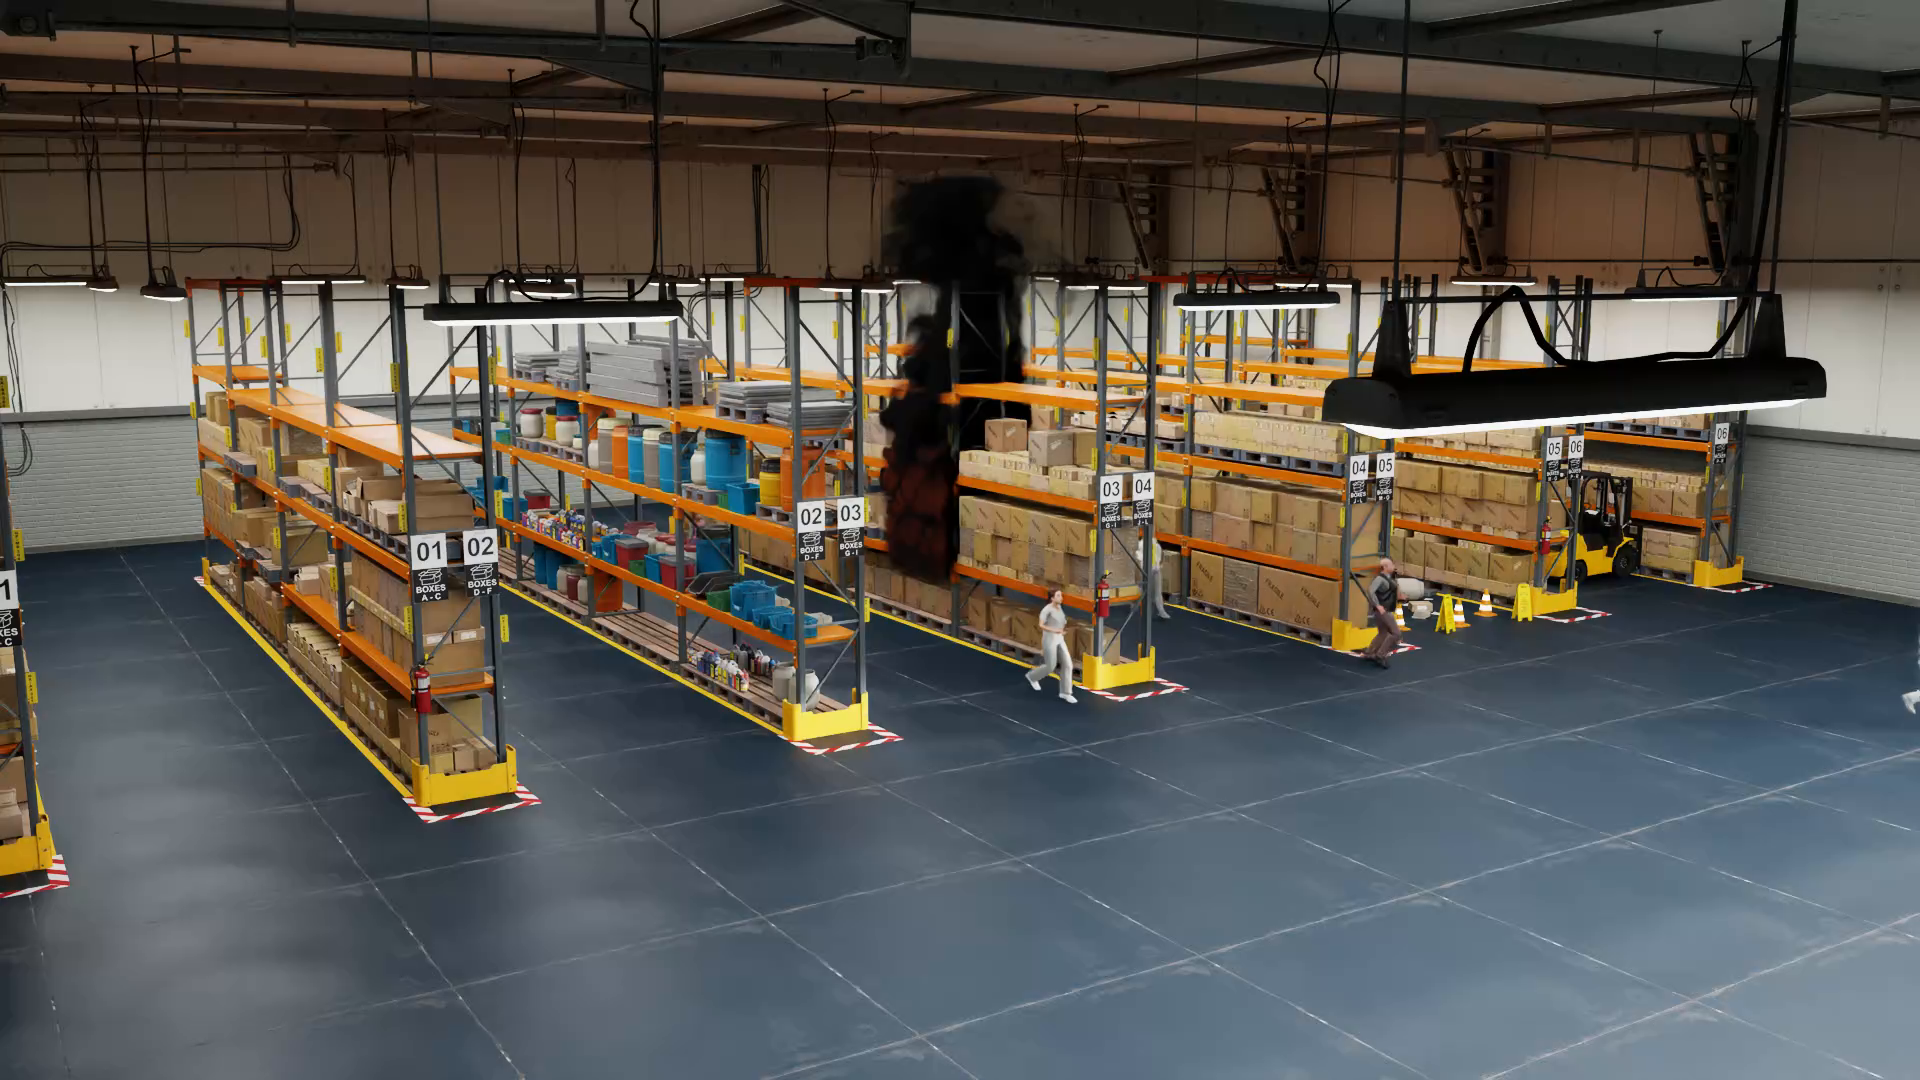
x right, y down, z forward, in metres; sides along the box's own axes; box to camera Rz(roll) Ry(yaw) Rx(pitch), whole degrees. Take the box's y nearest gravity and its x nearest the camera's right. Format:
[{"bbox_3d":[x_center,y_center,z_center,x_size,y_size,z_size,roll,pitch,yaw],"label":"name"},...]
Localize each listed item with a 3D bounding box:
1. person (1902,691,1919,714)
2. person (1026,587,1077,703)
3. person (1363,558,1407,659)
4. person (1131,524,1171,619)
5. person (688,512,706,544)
[{"bbox_3d":[13.332,1.760,22.743,0.670,1.641,0.608,2,10,9],"label":"person"},{"bbox_3d":[1.330,1.546,24.174,0.890,1.575,0.603,8,13,40],"label":"person"},{"bbox_3d":[6.681,1.091,26.092,0.637,1.621,0.662,3,10,20],"label":"person"},{"bbox_3d":[3.403,0.524,29.609,0.617,1.667,0.957,-8,12,-38],"label":"person"},{"bbox_3d":[-5.014,0.206,31.942,0.517,1.642,0.683,-9,13,-42],"label":"person"}]
